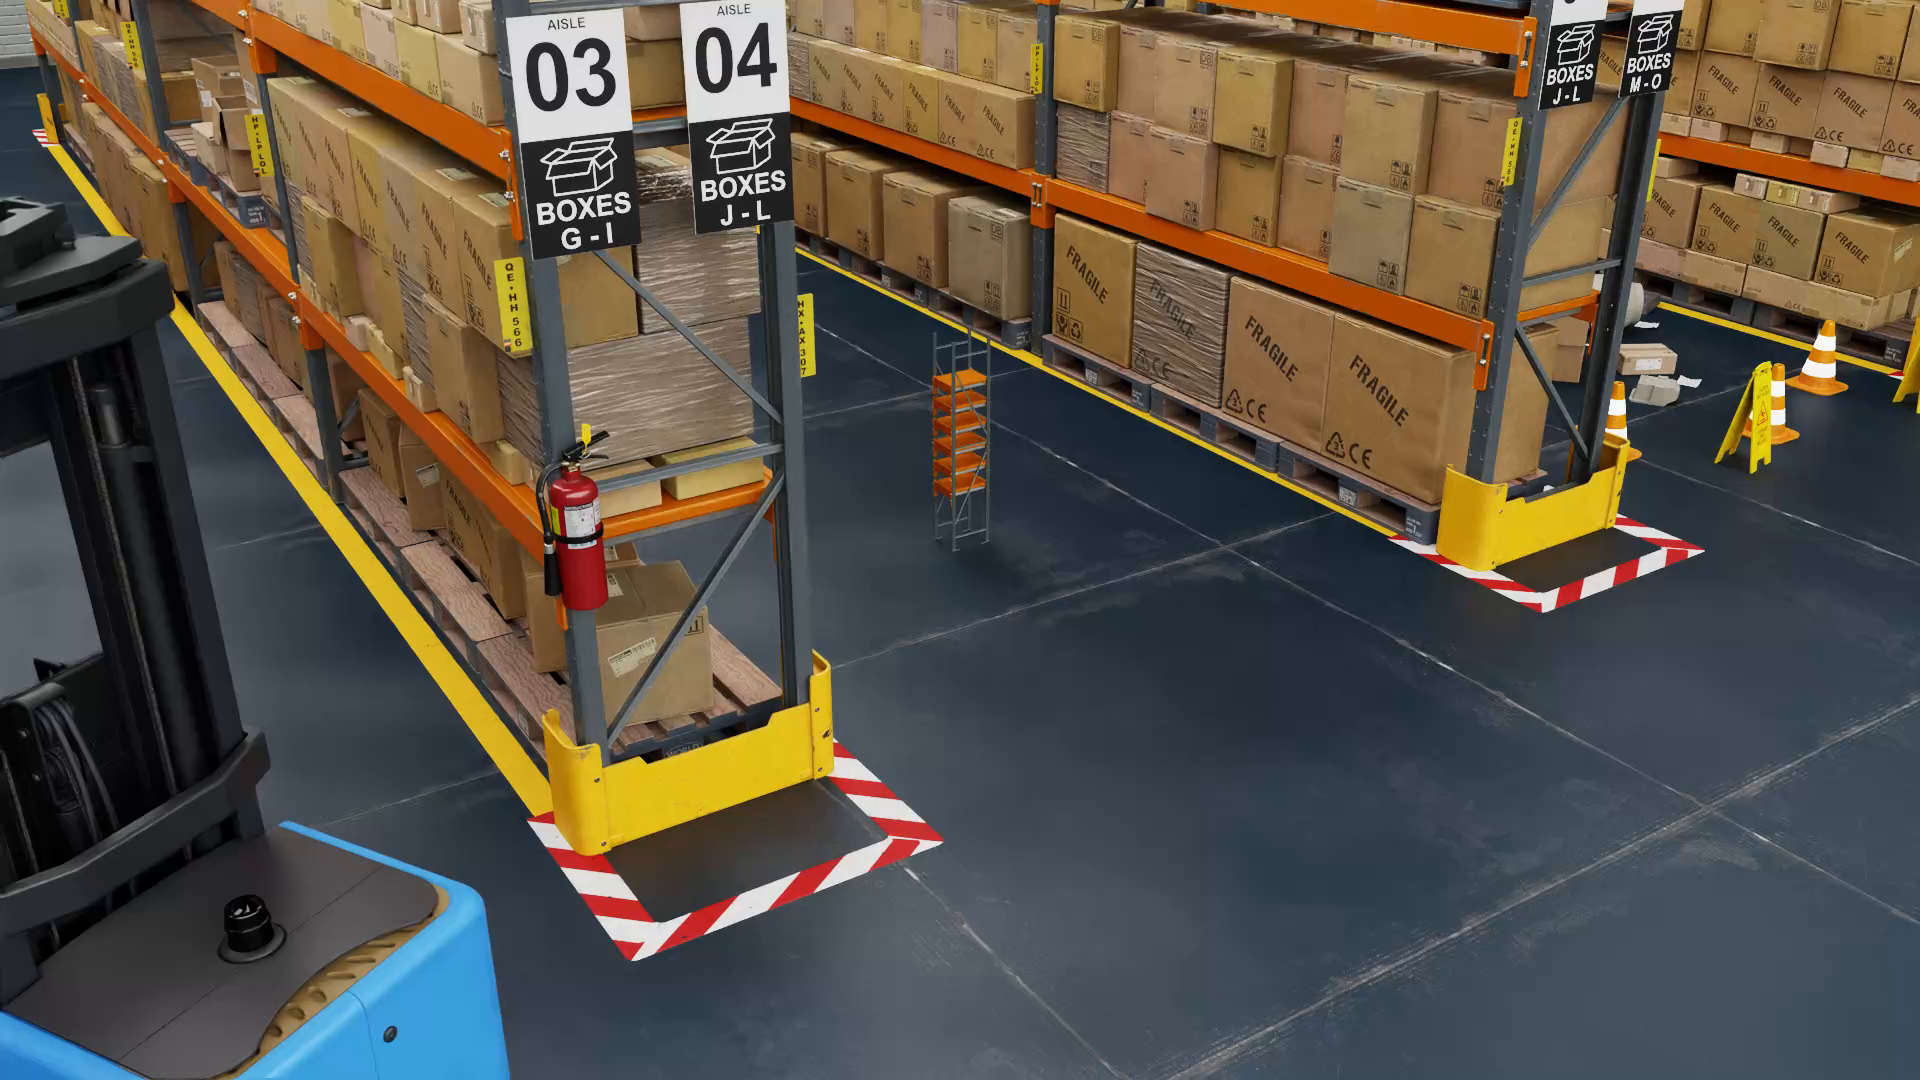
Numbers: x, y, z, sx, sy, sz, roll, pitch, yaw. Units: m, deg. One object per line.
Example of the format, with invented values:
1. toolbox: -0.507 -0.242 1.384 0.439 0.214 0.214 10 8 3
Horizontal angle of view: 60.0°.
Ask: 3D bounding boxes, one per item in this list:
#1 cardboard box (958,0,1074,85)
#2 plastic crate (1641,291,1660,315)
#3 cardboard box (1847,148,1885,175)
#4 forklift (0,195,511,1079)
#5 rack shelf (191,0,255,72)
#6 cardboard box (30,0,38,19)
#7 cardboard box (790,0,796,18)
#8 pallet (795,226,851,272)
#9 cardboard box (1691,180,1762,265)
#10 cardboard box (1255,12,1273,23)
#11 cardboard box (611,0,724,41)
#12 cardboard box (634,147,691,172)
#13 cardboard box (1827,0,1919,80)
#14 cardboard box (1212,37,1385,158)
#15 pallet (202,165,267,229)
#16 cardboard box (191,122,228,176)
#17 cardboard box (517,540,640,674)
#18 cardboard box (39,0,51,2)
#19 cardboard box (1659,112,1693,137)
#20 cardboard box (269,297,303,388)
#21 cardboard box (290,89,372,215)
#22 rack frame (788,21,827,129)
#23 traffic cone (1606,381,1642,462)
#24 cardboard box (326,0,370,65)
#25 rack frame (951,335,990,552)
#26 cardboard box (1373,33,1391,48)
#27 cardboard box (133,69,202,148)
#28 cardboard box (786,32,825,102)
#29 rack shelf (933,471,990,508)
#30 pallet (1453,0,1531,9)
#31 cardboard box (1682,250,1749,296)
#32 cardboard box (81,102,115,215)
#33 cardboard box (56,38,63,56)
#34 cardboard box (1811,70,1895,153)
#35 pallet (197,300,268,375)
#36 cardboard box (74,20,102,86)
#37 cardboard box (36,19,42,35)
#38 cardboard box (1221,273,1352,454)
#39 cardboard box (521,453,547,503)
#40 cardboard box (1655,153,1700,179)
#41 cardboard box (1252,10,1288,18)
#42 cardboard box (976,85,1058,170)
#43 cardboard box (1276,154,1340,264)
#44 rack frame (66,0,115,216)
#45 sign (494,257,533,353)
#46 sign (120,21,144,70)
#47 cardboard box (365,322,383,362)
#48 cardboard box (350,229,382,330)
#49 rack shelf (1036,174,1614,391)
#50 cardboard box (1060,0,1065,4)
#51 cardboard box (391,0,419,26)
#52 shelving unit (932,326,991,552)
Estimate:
1. cardboard box: 0.410 -3.670 12.222 0.700 0.500 0.500 -16 30 -30
2. plastic crate: 5.231 -1.930 13.244 0.583 0.080 0.402 18 31 33
3. cardboard box: 6.508 -2.704 11.758 0.380 0.149 0.250 -16 30 -30
4. forklift: -2.869 0.525 4.704 3.031 2.935 1.130 12 28 24
5. rack shelf: -4.334 -3.440 10.352 1.077 0.370 4.000 -16 29 -30
6. cardboard box: -9.468 -5.633 17.496 0.500 0.250 0.500 -16 30 -30
7. cardboard box: -1.308 -4.801 15.012 0.380 0.149 0.250 -15 29 -30
8. pallet: -0.848 -2.683 14.687 1.003 0.211 1.213 -16 29 -30
9. cardboard box: 6.031 -2.451 12.780 0.500 0.500 0.500 -16 30 -31
10. cardboard box: 3.136 -5.133 16.411 0.380 0.149 0.250 -18 31 -33
11. cardboard box: -1.016 -1.884 5.922 0.380 0.149 0.250 -16 30 -30
12. cardboard box: -1.398 -1.335 6.928 0.500 0.500 0.500 -16 29 -30
13. cardboard box: 6.512 -3.519 11.553 0.700 0.500 0.500 -15 29 -29
14. cardboard box: 2.014 -2.647 9.902 0.875 0.550 0.500 -16 29 -30
15. pallet: -4.311 -2.339 10.915 1.003 0.211 1.213 -16 29 -30
16. cardboard box: -4.704 -2.593 10.913 0.500 0.250 0.500 -16 30 -31
17. cardboard box: -1.741 0.245 7.654 0.500 0.500 0.500 -8 26 -16
18. cardboard box: -9.197 -5.794 16.958 0.500 0.500 0.500 -16 30 -31
19. cardboard box: 5.654 -3.242 12.898 0.380 0.149 0.250 -15 29 -29
20. cardboard box: -4.110 -1.362 11.033 0.700 0.500 0.500 -18 31 -34
21. cardboard box: -2.936 -1.927 8.180 0.500 0.500 0.500 -16 29 -30
22. rack frame: -1.215 -4.244 14.726 1.000 3.000 0.127 -16 29 -30
23. traffic cone: 4.052 -0.756 10.310 0.336 0.463 0.334 -16 29 -30
24. cardboard box: -2.362 -2.206 7.072 0.500 0.250 0.500 -16 30 -30
25. rack frame: 0.058 -0.505 8.914 0.240 1.200 0.006 -16 29 -30
26. cardboard box: 4.004 -4.567 15.213 0.380 0.149 0.250 -16 29 -30
27. cardboard box: -5.903 -3.288 12.584 0.500 0.500 0.500 -15 29 -28
28. cardboard box: -1.196 -4.066 14.231 0.500 0.500 0.500 -15 29 -29
29. rack shelf: 0.008 -0.280 9.104 0.258 0.103 0.180 -16 29 -30
30. pallet: 2.738 -2.962 8.600 1.003 0.211 1.213 -16 29 -30
31. cardboard box: 6.011 -2.118 12.952 0.500 0.250 0.500 -17 30 -31
32. cardboard box: -7.244 -3.560 15.274 1.225 0.875 0.875 -15 29 -29
33. cardboard box: -8.613 -4.842 16.287 0.380 0.149 0.250 -15 29 -29
34. cardboard box: 6.448 -3.062 11.757 0.500 0.500 0.500 -15 29 -29
35. pallet: -5.001 -1.583 12.356 1.003 0.211 1.213 -16 29 -30
36. cardboard box: -7.568 -4.377 14.891 0.500 0.500 0.500 -15 29 -29
37. cardboard box: -9.451 -5.392 17.453 0.380 0.149 0.250 -16 30 -30
38. cardboard box: 2.244 -1.153 10.175 0.875 0.875 0.875 -16 30 -30
39. cardboard box: -1.523 -0.292 6.650 0.380 0.149 0.250 -16 29 -30
40. cardboard box: 5.606 -2.970 13.119 0.380 0.149 0.250 -14 29 -27
41. cardboard box: 3.219 -5.404 16.225 0.500 0.500 0.500 -14 29 -27
42. cardboard box: 0.459 -2.983 11.937 0.500 0.500 0.500 -16 29 -30
43. cardboard box: 2.392 -1.994 9.784 0.875 0.550 0.550 -16 29 -30
44. rack frame: -7.610 -4.555 15.385 1.000 3.000 0.127 -16 29 -30
45. sign: -1.535 -0.807 5.719 0.100 0.325 0.005 -16 29 -30
46. sign: -5.889 -3.517 11.830 0.100 0.325 0.005 -16 29 -30
47. cardboard box: -2.674 -0.991 8.131 0.380 0.149 0.250 -16 29 -30
48. cardboard box: -2.448 -1.355 8.142 0.875 0.500 0.500 -16 29 -30
49. rack shelf: 2.060 -1.772 10.333 1.077 0.370 4.000 -16 29 -30
50. cardboard box: 1.263 -6.206 19.058 0.500 0.250 0.500 -16 30 -30
51. cardboard box: -1.914 -2.035 6.242 0.380 0.149 0.250 -15 29 -29
52. shelving unit: 0.008 -0.537 8.983 0.258 1.200 0.189 -16 29 -30
